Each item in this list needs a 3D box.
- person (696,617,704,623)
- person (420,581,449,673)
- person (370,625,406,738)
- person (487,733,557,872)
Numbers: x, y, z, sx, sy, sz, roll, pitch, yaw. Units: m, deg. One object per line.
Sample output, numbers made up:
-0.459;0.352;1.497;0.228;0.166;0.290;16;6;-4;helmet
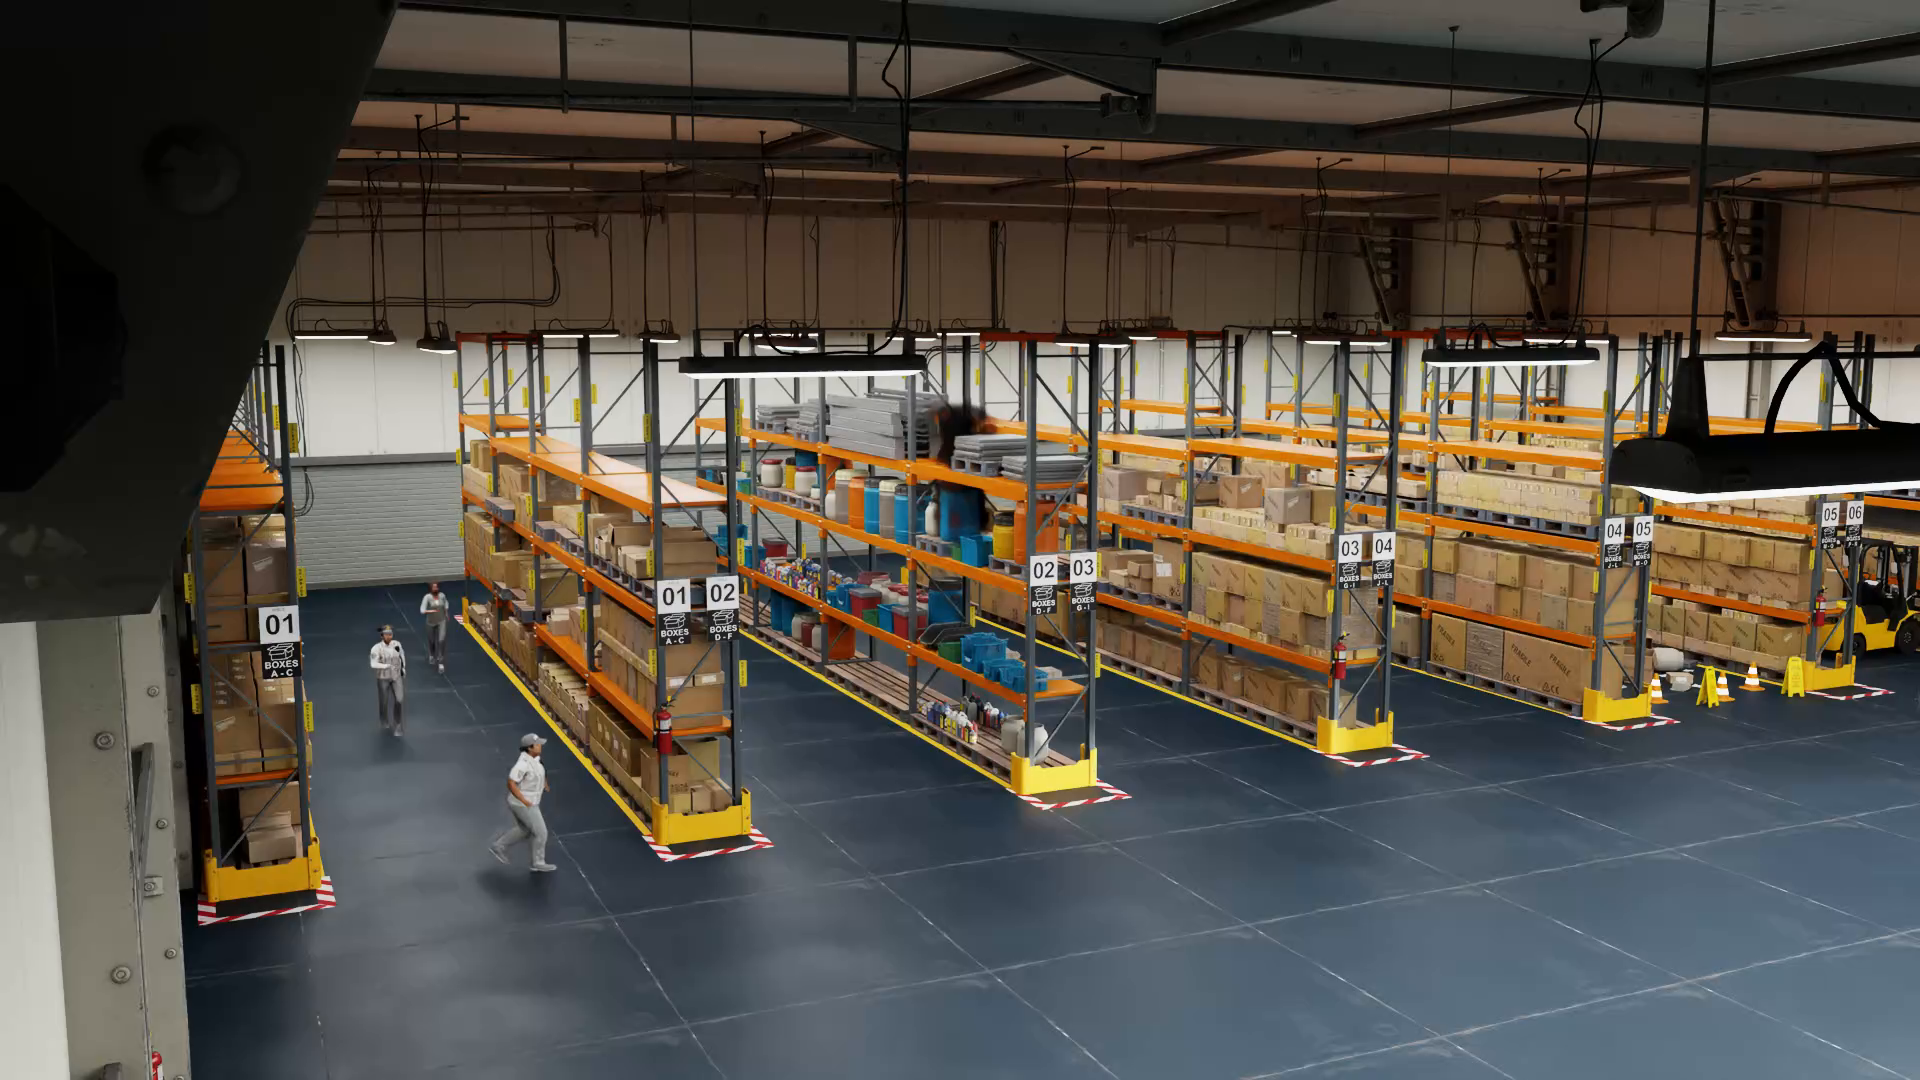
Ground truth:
-4.933;1.366;30.616;0.543;1.740;0.862;-4;8;-24;person
-9.384;1.513;29.736;0.517;1.609;0.861;-3;8;-24;person
-8.628;2.121;25.128;0.558;1.738;0.812;-4;9;-29;person
-5.008;2.999;18.859;0.770;1.634;0.621;0;8;-3;person
